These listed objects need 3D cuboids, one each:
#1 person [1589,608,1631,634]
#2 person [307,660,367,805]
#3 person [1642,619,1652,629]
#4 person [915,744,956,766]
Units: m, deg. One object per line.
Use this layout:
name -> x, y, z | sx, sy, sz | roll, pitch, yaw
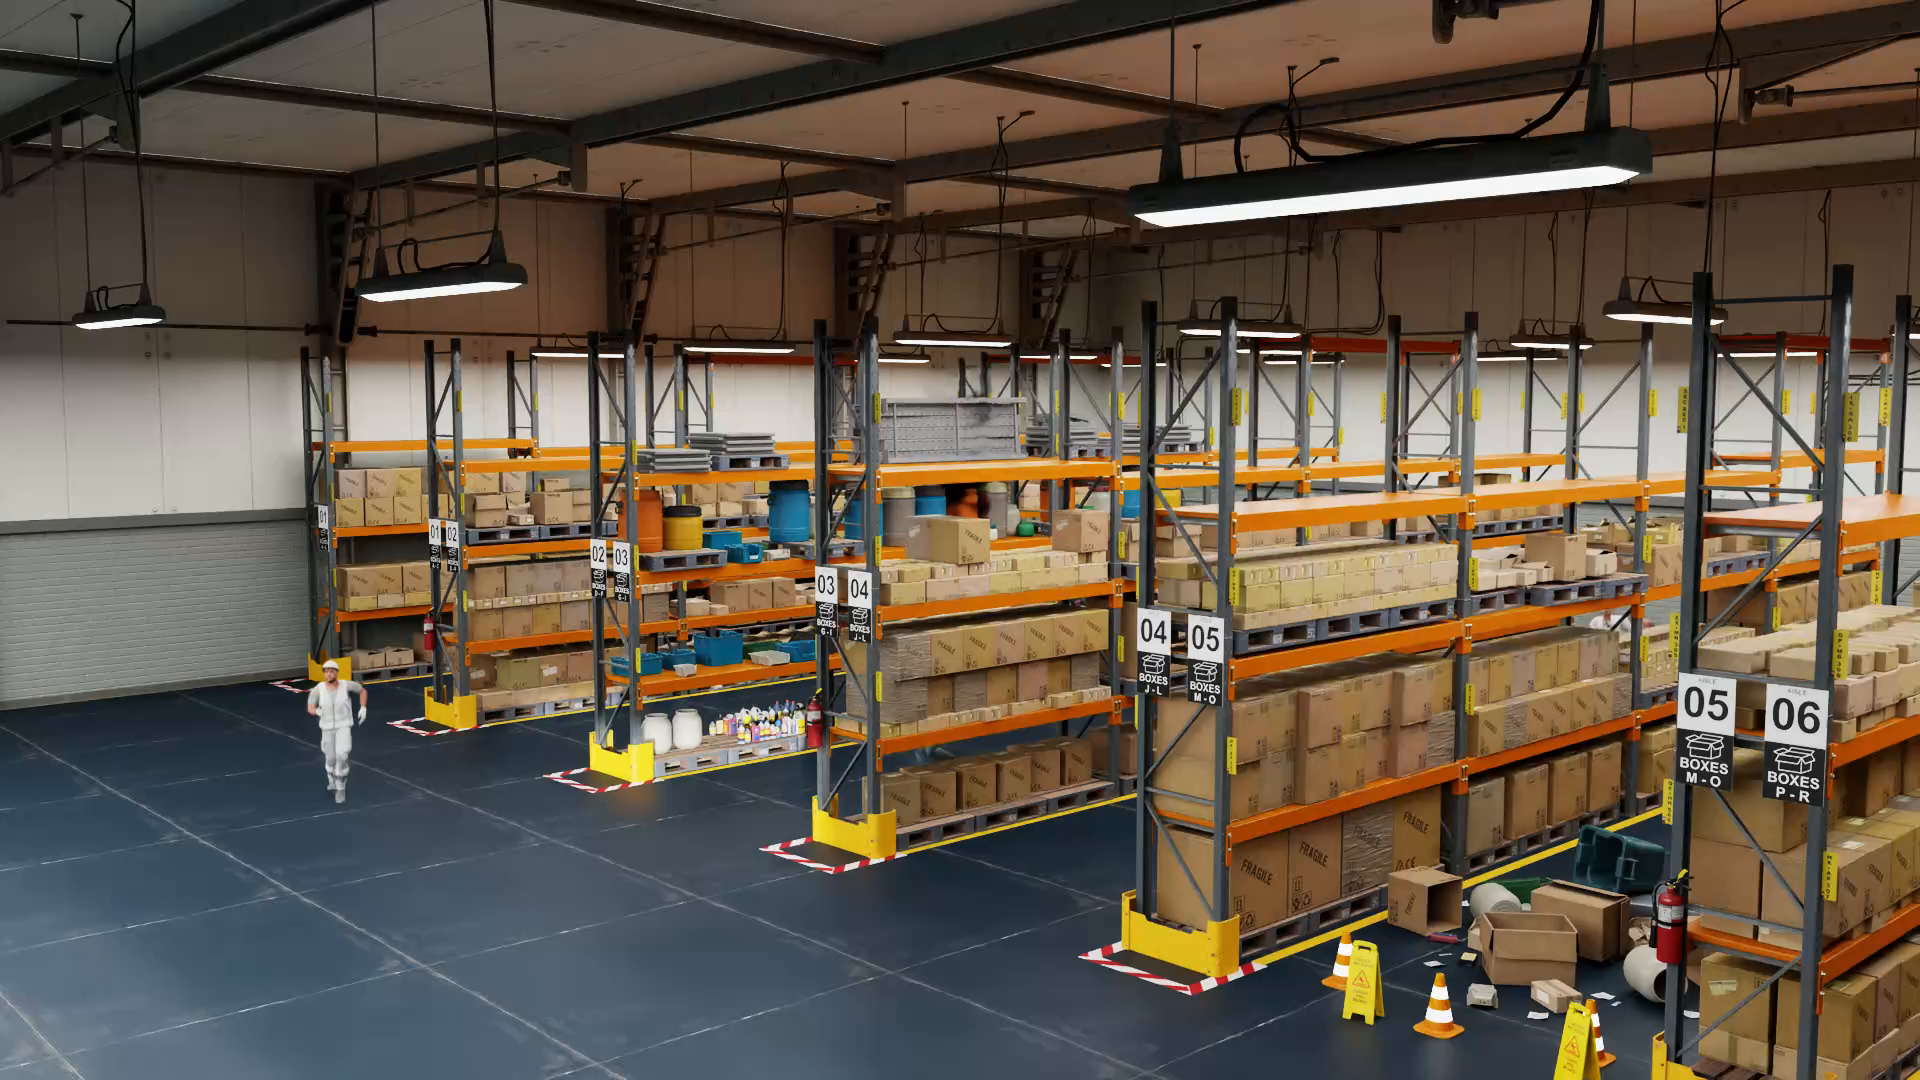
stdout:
person -> 10.761, 1.876, 27.574 | 0.715, 1.730, 0.562 | 3, 6, 35
person -> -7.910, 2.417, 21.124 | 0.674, 1.818, 0.910 | -1, 5, -10
person -> 10.418, 2.066, 25.346 | 0.953, 1.739, 0.658 | -4, 7, -40
person -> -0.360, 2.367, 21.912 | 0.718, 1.744, 0.711 | -5, 7, -42
